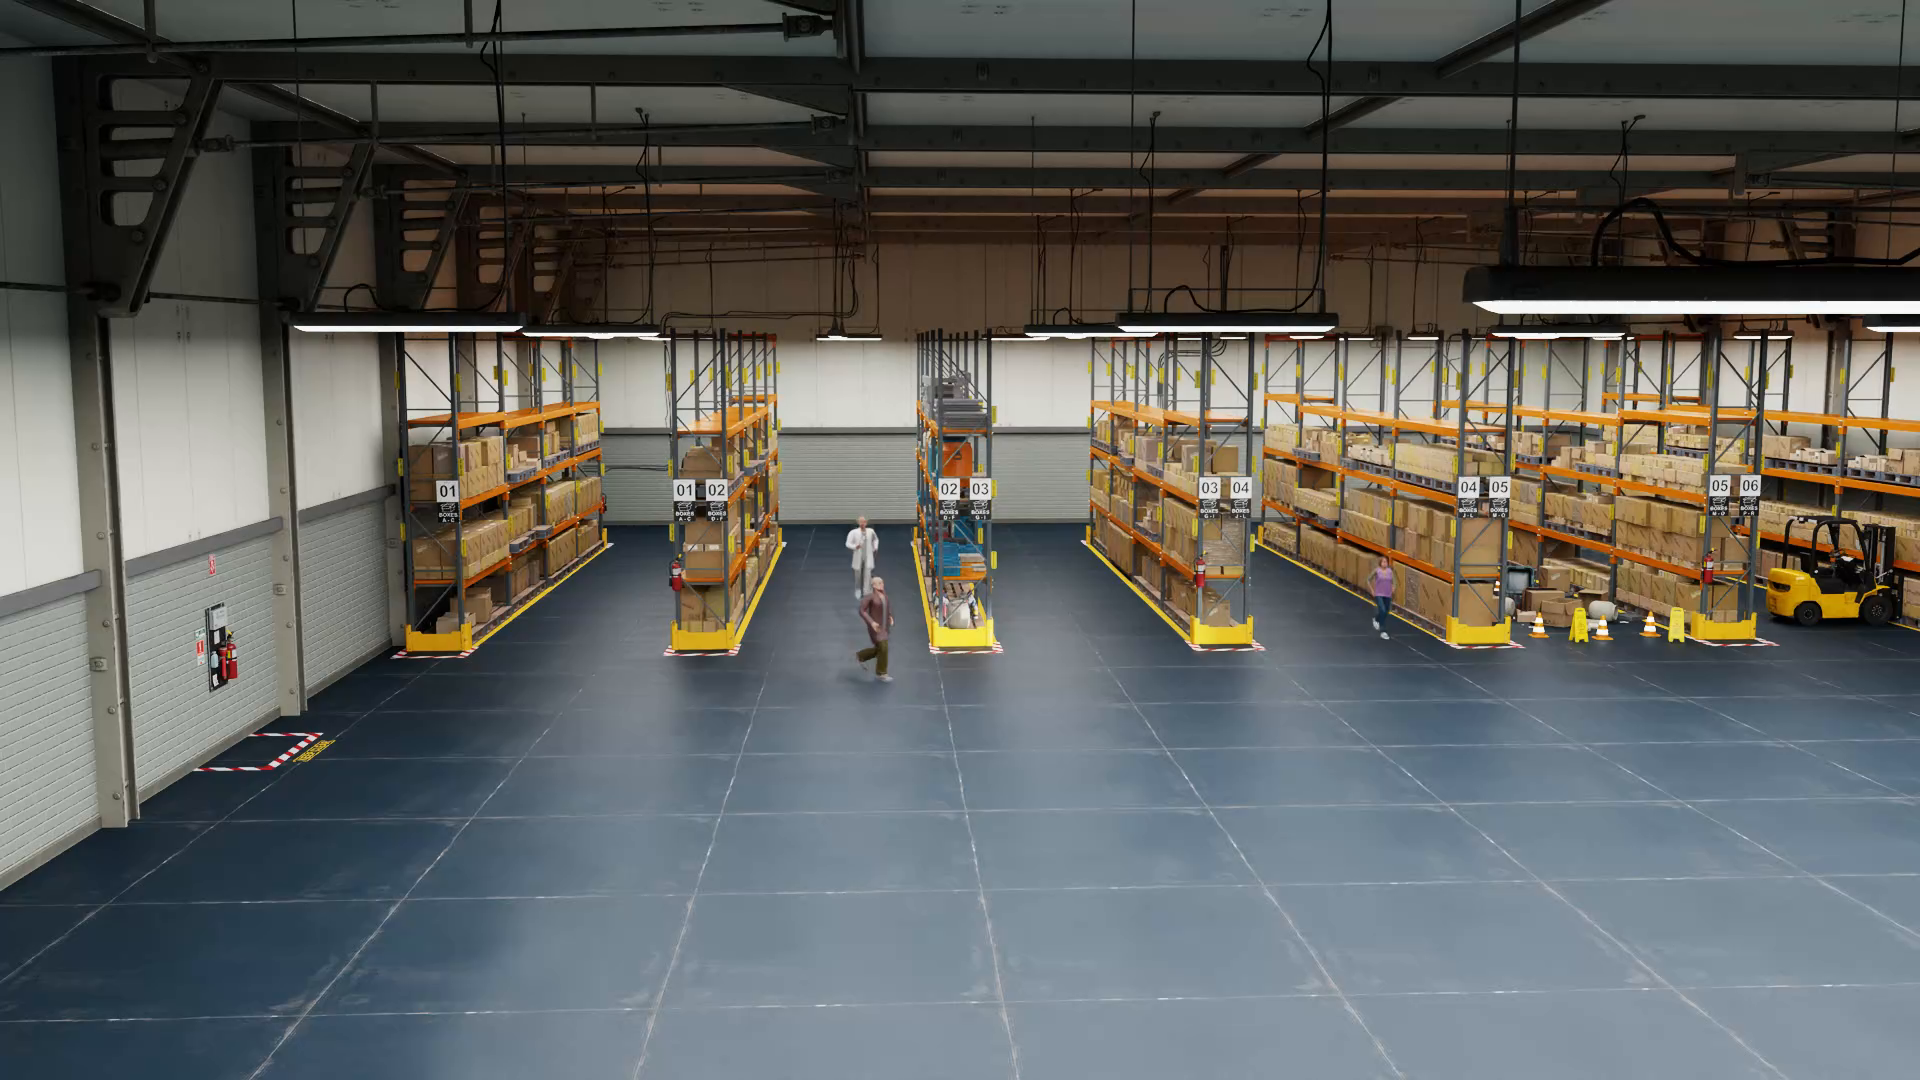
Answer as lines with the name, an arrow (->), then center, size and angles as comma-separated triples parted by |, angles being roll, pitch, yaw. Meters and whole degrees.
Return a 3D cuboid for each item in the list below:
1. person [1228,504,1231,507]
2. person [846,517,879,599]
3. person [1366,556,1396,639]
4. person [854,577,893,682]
person -> 7.351, -0.666, 47.368 | 0.643, 1.627, 0.870 | 5, 8, 34
person -> -2.059, 0.398, 35.381 | 0.721, 1.781, 0.886 | -1, 7, -11
person -> 8.257, 1.098, 32.609 | 0.561, 1.587, 0.798 | -1, 7, -10
person -> -1.482, 1.509, 28.456 | 0.829, 1.789, 0.713 | 4, 8, 32
